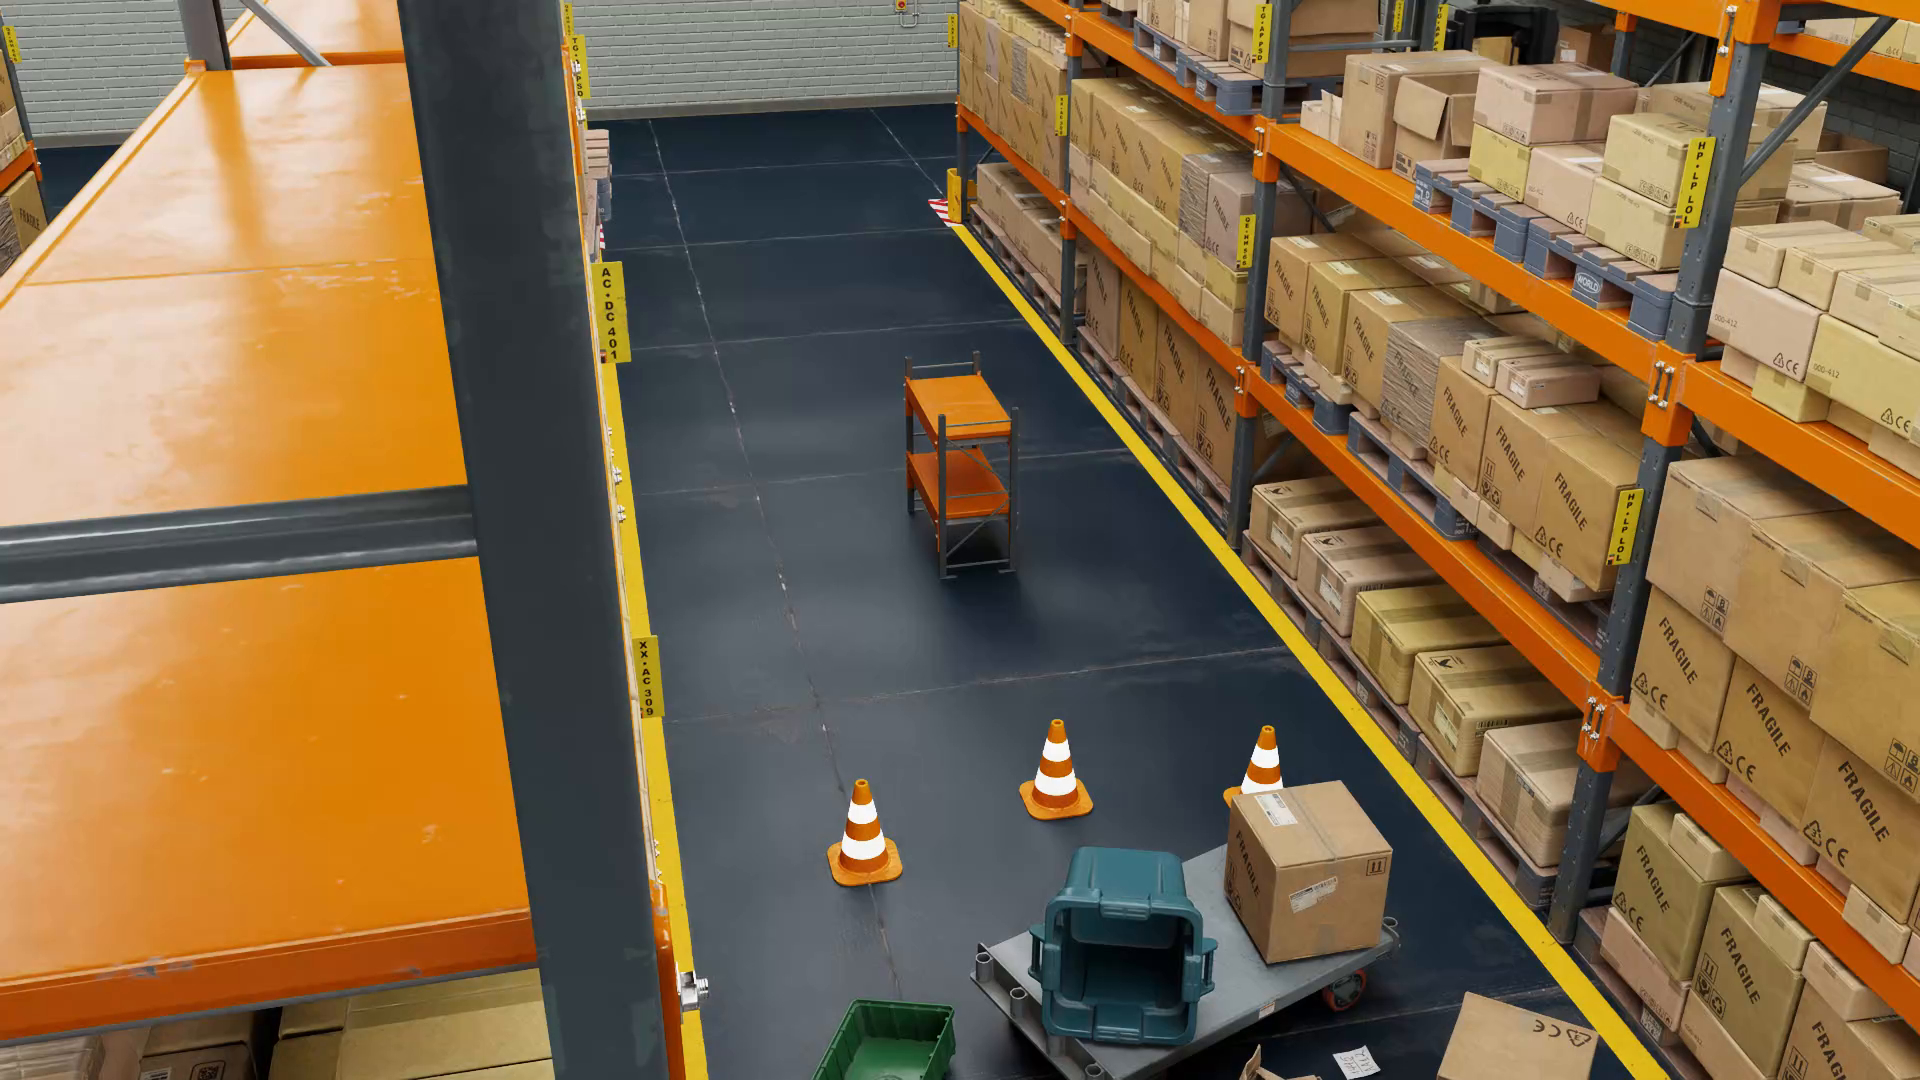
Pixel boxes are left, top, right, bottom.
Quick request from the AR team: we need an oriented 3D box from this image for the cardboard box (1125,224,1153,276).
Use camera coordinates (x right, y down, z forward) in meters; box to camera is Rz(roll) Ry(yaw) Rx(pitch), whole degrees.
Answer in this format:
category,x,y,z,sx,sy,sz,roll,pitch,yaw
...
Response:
category,x,y,z,sx,sy,sz,roll,pitch,yaw
cardboard box,1.532,-2.141,12.176,0.500,0.250,0.500,-6,27,-12

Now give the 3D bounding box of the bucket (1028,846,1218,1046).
category,x,y,z,sx,sy,sz,roll,pitch,yaw
bucket,0.648,1.565,6.612,0.726,0.611,0.620,3,17,6

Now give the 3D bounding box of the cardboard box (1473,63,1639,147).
category,x,y,z,sx,sy,sz,roll,pitch,yaw
cardboard box,2.665,-1.960,7.467,0.500,0.250,0.500,-6,27,-11

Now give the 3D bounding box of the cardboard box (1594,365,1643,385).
category,x,y,z,sx,sy,sz,roll,pitch,yaw
cardboard box,3.134,-0.628,8.105,0.500,0.500,0.500,-6,27,-12

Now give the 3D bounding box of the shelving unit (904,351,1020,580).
category,x,y,z,sx,sy,sz,roll,pitch,yaw
shelving unit,-0.002,-0.505,10.849,0.538,1.125,1.048,-6,27,-12

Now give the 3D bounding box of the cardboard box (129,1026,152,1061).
category,x,y,z,sx,sy,sz,roll,pitch,yaw
cardboard box,-1.246,0.562,2.141,0.380,0.149,0.250,-5,27,-11

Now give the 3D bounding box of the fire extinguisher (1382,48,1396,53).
category,x,y,z,sx,sy,sz,roll,pitch,yaw
fire extinguisher,4.819,-5.180,18.531,0.296,0.674,0.183,-6,27,-12

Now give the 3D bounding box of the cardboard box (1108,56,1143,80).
category,x,y,z,sx,sy,sz,roll,pitch,yaw
cardboard box,1.497,-3.827,14.128,0.500,0.500,0.500,-6,27,-11

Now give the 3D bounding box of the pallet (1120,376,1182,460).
category,x,y,z,sx,sy,sz,roll,pitch,yaw
pallet,1.894,-0.989,12.822,1.003,0.211,1.213,-6,27,-12

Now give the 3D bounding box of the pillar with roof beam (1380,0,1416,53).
category,x,y,z,sx,sy,sz,roll,pitch,yaw
pillar with roof beam,1.378,-8.880,18.703,9.100,9.000,0.400,-6,27,-12

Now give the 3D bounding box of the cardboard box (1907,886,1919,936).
category,x,y,z,sx,sy,sz,roll,pitch,yaw
cardboard box,3.369,1.114,5.120,0.500,0.500,0.500,-6,27,-11

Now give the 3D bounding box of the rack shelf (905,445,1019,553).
category,x,y,z,sx,sy,sz,roll,pitch,yaw
rack shelf,-0.002,-0.287,10.959,0.538,0.278,1.000,-6,27,-12

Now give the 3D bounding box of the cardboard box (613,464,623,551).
category,x,y,z,sx,sy,sz,roll,pitch,yaw
cardboard box,-1.824,-0.010,7.676,0.500,0.500,0.500,-6,27,-11

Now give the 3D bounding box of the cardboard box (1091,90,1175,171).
category,x,y,z,sx,sy,sz,roll,pitch,yaw
cardboard box,1.329,-3.150,12.788,0.500,0.500,0.500,-6,27,-12

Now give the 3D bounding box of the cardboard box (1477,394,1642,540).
category,x,y,z,sx,sy,sz,roll,pitch,yaw
cardboard box,2.731,-0.352,7.558,0.500,0.500,0.500,-6,27,-11

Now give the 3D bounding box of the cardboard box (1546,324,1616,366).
category,x,y,z,sx,sy,sz,roll,pitch,yaw
cardboard box,3.065,-0.953,8.029,0.380,0.149,0.250,-4,27,-9

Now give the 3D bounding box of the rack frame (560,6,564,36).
category,x,y,z,sx,sy,sz,roll,pitch,yaw
rack frame,-2.530,-3.477,7.999,1.000,3.000,0.127,-6,27,-12

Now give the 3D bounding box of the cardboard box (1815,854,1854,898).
category,x,y,z,sx,sy,sz,roll,pitch,yaw
cardboard box,3.239,1.138,5.791,0.380,0.149,0.250,-6,27,-12

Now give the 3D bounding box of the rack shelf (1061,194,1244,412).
category,x,y,z,sx,sy,sz,roll,pitch,yaw
rack shelf,1.819,-1.903,12.336,1.077,0.370,4.000,-6,27,-12

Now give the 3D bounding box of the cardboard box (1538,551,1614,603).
category,x,y,z,sx,sy,sz,roll,pitch,yaw
cardboard box,2.787,0.137,7.309,0.380,0.149,0.250,-6,27,-11

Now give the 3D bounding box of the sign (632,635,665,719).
category,x,y,z,sx,sy,sz,roll,pitch,yaw
sign,-1.088,0.478,5.771,0.100,0.325,0.005,-6,27,-12

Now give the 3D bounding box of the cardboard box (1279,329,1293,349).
category,x,y,z,sx,sy,sz,roll,pitch,yaw
cardboard box,2.162,-1.260,10.076,0.380,0.149,0.250,-8,28,-15

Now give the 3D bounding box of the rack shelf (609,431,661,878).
category,x,y,z,sx,sy,sz,roll,pitch,yaw
rack shelf,-2.079,0.400,7.773,1.077,0.370,4.000,-6,27,-12

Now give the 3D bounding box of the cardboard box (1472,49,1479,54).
category,x,y,z,sx,sy,sz,roll,pitch,yaw
cardboard box,5.256,-4.982,17.474,0.500,0.250,0.500,-6,27,-11

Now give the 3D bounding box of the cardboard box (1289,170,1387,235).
category,x,y,z,sx,sy,sz,roll,pitch,yaw
cardboard box,2.397,-2.078,10.665,0.500,0.500,0.500,-7,28,-13

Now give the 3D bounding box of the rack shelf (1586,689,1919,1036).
category,x,y,z,sx,sy,sz,roll,pitch,yaw
rack shelf,3.622,1.609,5.378,1.077,0.370,4.000,-6,27,-12

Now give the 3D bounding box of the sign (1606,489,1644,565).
category,x,y,z,sx,sy,sz,roll,pitch,yaw
sign,2.631,-0.049,6.579,0.100,0.325,0.005,-6,27,-12

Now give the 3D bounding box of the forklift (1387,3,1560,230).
category,x,y,z,sx,sy,sz,roll,pitch,yaw
forklift,4.207,-2.496,12.789,1.130,2.935,3.031,-6,27,-12

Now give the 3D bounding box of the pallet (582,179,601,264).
category,x,y,z,sx,sy,sz,roll,pitch,yaw
pallet,-2.078,-1.286,7.196,1.003,0.211,1.213,-5,27,-9

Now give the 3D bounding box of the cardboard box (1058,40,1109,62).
category,x,y,z,sx,sy,sz,roll,pitch,yaw
cardboard box,1.035,-4.112,13.974,0.380,0.149,0.250,-5,27,-10

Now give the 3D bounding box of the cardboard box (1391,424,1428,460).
category,x,y,z,sx,sy,sz,roll,pitch,yaw
cardboard box,2.479,-0.545,8.661,0.380,0.149,0.250,-5,27,-10

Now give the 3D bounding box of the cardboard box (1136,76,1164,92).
category,x,y,z,sx,sy,sz,roll,pitch,yaw
cardboard box,1.714,-3.422,13.327,0.500,0.500,0.500,-5,27,-10

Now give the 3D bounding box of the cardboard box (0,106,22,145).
category,x,y,z,sx,sy,sz,roll,pitch,yaw
cardboard box,-8.820,-3.732,14.997,0.500,0.250,0.500,-6,27,-12

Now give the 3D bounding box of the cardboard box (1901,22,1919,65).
category,x,y,z,sx,sy,sz,roll,pitch,yaw
cardboard box,6.753,-3.324,11.192,0.500,0.250,0.500,-7,28,-13

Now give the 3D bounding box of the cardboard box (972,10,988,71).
category,x,y,z,sx,sy,sz,roll,pitch,yaw
cardboard box,0.421,-4.883,16.222,0.500,0.500,0.500,-7,28,-13

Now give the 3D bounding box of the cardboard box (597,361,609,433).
category,x,y,z,sx,sy,sz,roll,pitch,yaw
cardboard box,-1.006,-0.285,3.820,0.380,0.149,0.250,-6,27,-11

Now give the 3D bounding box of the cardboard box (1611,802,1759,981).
category,x,y,z,sx,sy,sz,roll,pitch,yaw
cardboard box,3.041,1.402,6.744,0.500,0.500,0.500,-5,27,-9

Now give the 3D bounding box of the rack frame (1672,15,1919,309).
category,x,y,z,sx,sy,sz,roll,pitch,yaw
rack frame,3.171,-2.268,5.603,1.000,3.000,0.127,-6,27,-12

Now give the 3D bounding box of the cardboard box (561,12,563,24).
category,x,y,z,sx,sy,sz,roll,pitch,yaw
cardboard box,-2.637,-2.898,10.070,0.500,0.500,0.500,-6,27,-12

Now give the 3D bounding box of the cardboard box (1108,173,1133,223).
category,x,y,z,sx,sy,sz,roll,pitch,yaw
cardboard box,1.426,-2.586,12.503,0.500,0.250,0.500,-6,27,-11

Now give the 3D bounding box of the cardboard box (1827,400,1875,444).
category,x,y,z,sx,sy,sz,roll,pitch,yaw
cardboard box,3.171,-0.437,5.583,0.380,0.149,0.250,-6,27,-12

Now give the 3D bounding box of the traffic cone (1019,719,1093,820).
category,x,y,z,sx,sy,sz,roll,pitch,yaw
traffic cone,0.488,1.115,8.375,0.336,0.463,0.334,-6,27,-12

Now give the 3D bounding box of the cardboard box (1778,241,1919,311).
category,x,y,z,sx,sy,sz,roll,pitch,yaw
cardboard box,3.011,-0.890,5.596,0.380,0.149,0.250,-5,27,-10

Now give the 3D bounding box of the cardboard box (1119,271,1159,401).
category,x,y,z,sx,sy,sz,roll,pitch,yaw
cardboard box,1.797,-1.681,12.990,0.875,0.875,0.875,-5,27,-10

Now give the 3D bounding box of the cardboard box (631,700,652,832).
category,x,y,z,sx,sy,sz,roll,pitch,yaw
cardboard box,-0.662,0.386,2.491,0.380,0.149,0.250,-6,27,-11

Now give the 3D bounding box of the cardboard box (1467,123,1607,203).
category,x,y,z,sx,sy,sz,roll,pitch,yaw
cardboard box,2.676,-1.738,7.582,0.500,0.250,0.500,-6,27,-11

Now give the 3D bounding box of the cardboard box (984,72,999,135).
category,x,y,z,sx,sy,sz,roll,pitch,yaw
cardboard box,0.534,-4.218,16.014,0.500,0.500,0.500,-6,27,-12

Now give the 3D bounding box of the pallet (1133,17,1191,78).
category,x,y,z,sx,sy,sz,roll,pitch,yaw
pallet,1.818,-3.369,11.322,1.003,0.211,1.213,-5,27,-9

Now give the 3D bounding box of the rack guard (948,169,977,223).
category,x,y,z,sx,sy,sz,roll,pitch,yaw
rack guard,0.462,-3.753,17.976,1.175,0.500,0.348,-6,27,-12

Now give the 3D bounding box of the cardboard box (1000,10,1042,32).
category,x,y,z,sx,sy,sz,roll,pitch,yaw
cardboard box,0.586,-4.770,15.277,0.380,0.149,0.250,-7,28,-13

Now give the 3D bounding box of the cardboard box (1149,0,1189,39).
category,x,y,z,sx,sy,sz,roll,pitch,yaw
cardboard box,1.590,-3.661,11.116,0.500,0.500,0.500,-6,27,-11

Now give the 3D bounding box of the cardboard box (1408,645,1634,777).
category,x,y,z,sx,sy,sz,roll,pitch,yaw
cardboard box,2.885,0.850,8.533,0.950,0.372,0.625,-4,27,-8
